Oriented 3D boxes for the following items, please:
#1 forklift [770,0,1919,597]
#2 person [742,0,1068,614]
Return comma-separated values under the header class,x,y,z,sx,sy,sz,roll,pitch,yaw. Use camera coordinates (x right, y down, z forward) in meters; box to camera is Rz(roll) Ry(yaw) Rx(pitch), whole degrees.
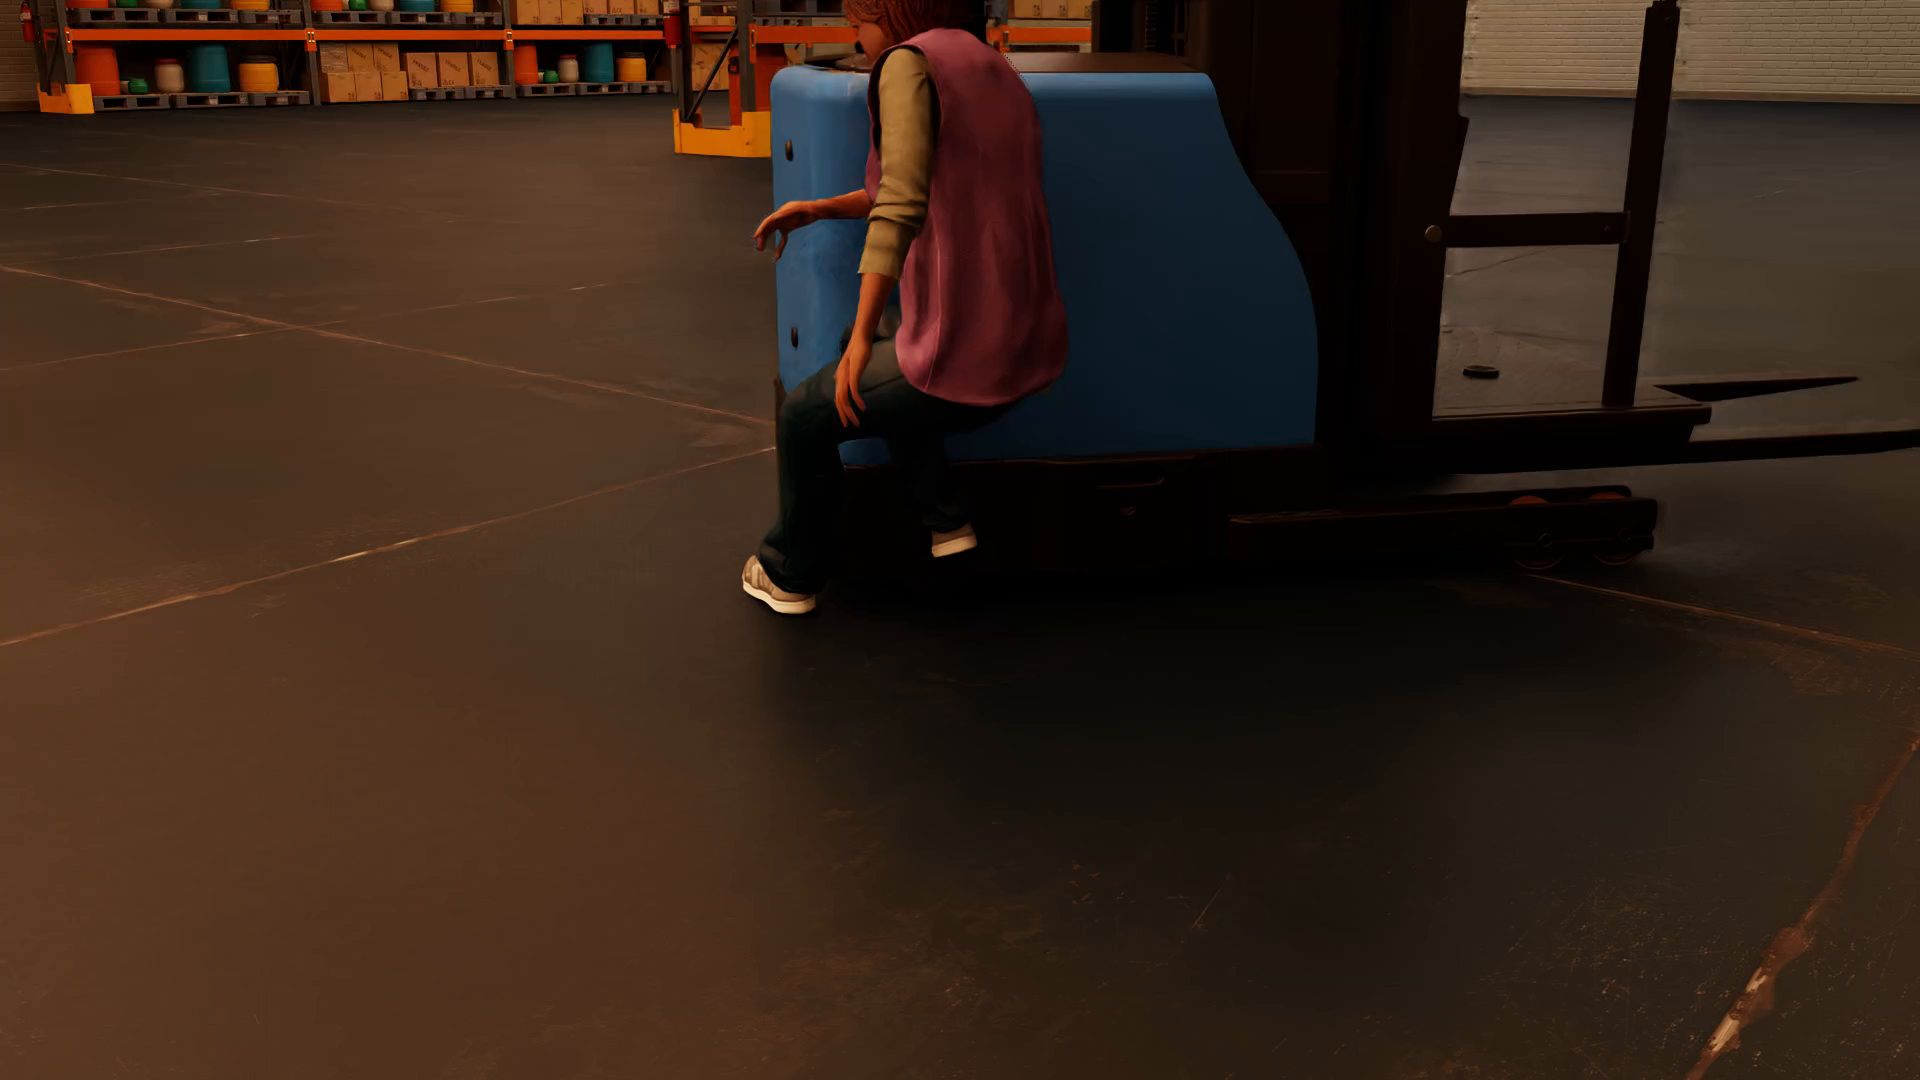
class,x,y,z,sx,sy,sz,roll,pitch,yaw
forklift,1.098,-1.480,3.773,3.031,2.935,1.130,-3,17,-11
person,-0.210,-0.424,3.072,0.823,1.304,0.783,11,20,31
